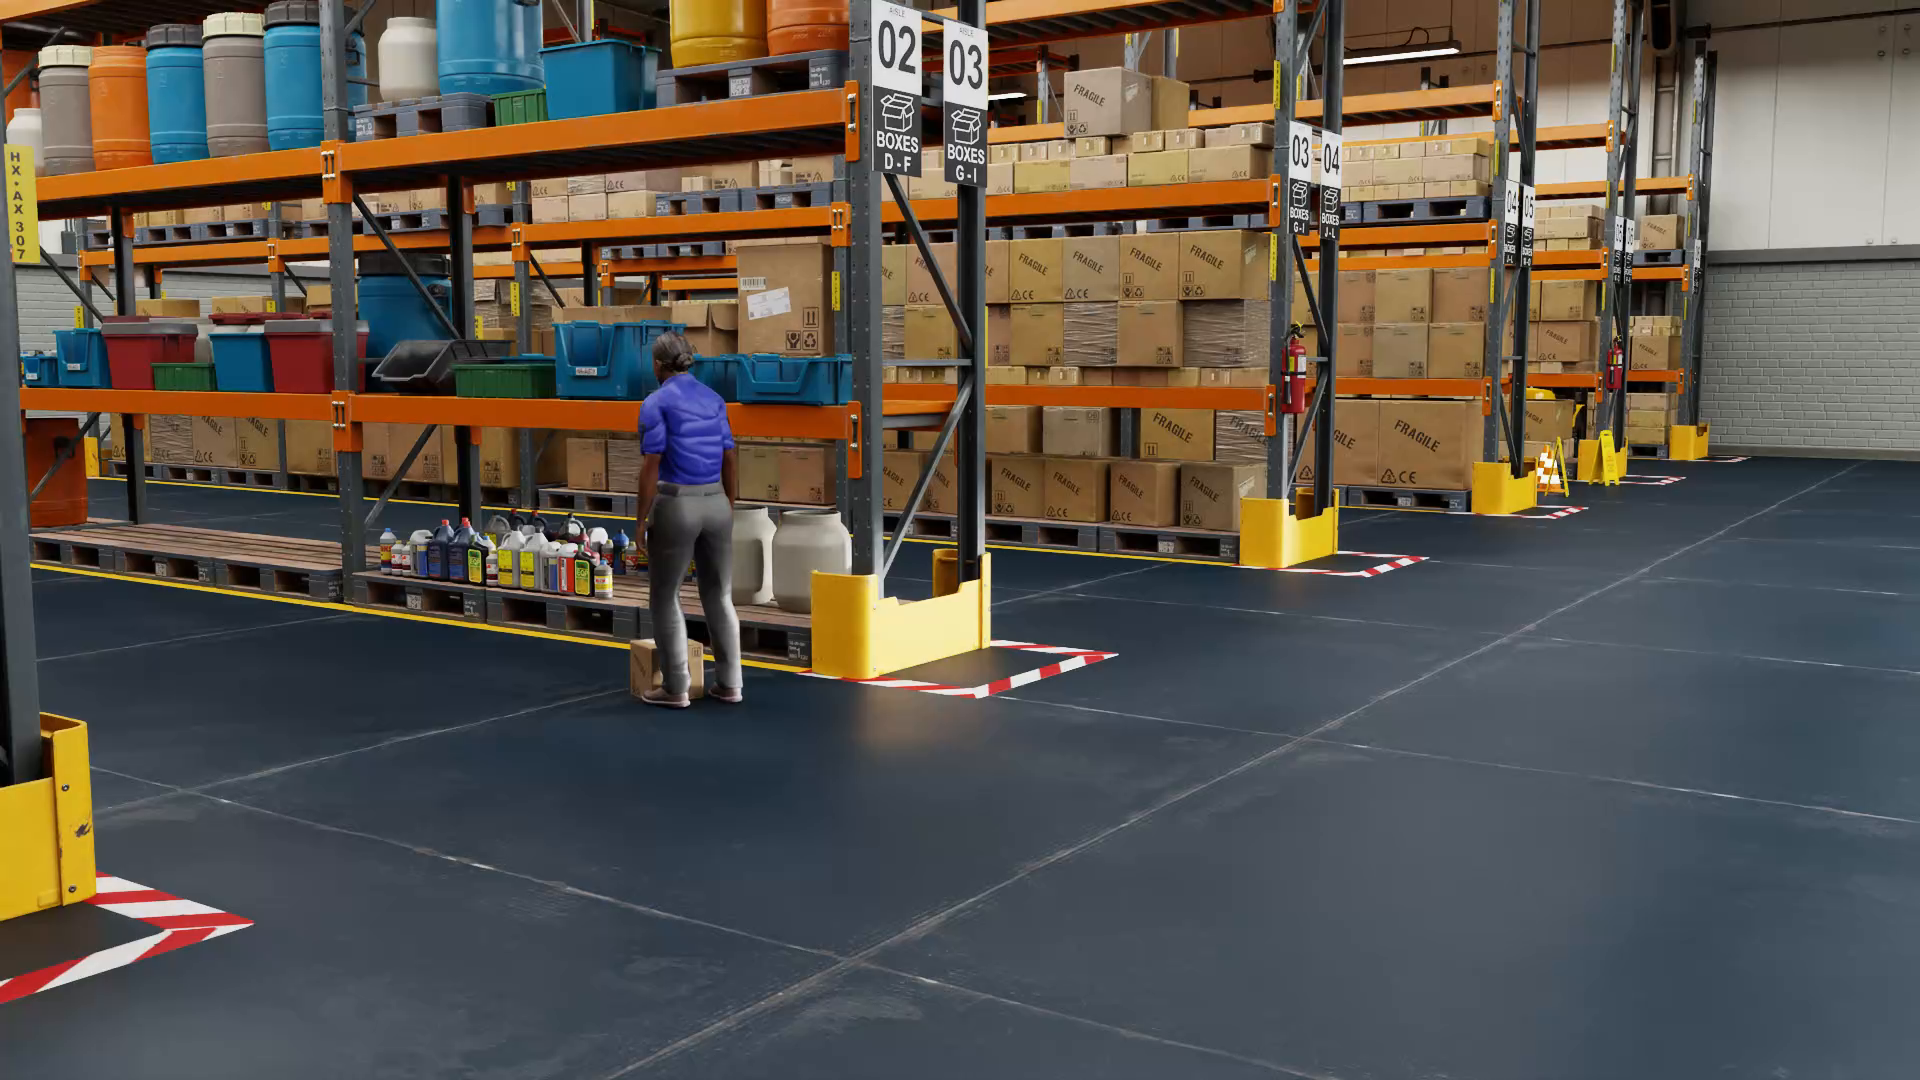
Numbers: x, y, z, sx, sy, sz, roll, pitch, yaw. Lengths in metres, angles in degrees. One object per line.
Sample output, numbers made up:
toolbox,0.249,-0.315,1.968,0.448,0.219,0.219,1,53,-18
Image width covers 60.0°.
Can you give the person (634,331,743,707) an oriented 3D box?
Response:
person,-1.207,-0.090,7.330,0.531,1.654,0.402,-5,8,-40
